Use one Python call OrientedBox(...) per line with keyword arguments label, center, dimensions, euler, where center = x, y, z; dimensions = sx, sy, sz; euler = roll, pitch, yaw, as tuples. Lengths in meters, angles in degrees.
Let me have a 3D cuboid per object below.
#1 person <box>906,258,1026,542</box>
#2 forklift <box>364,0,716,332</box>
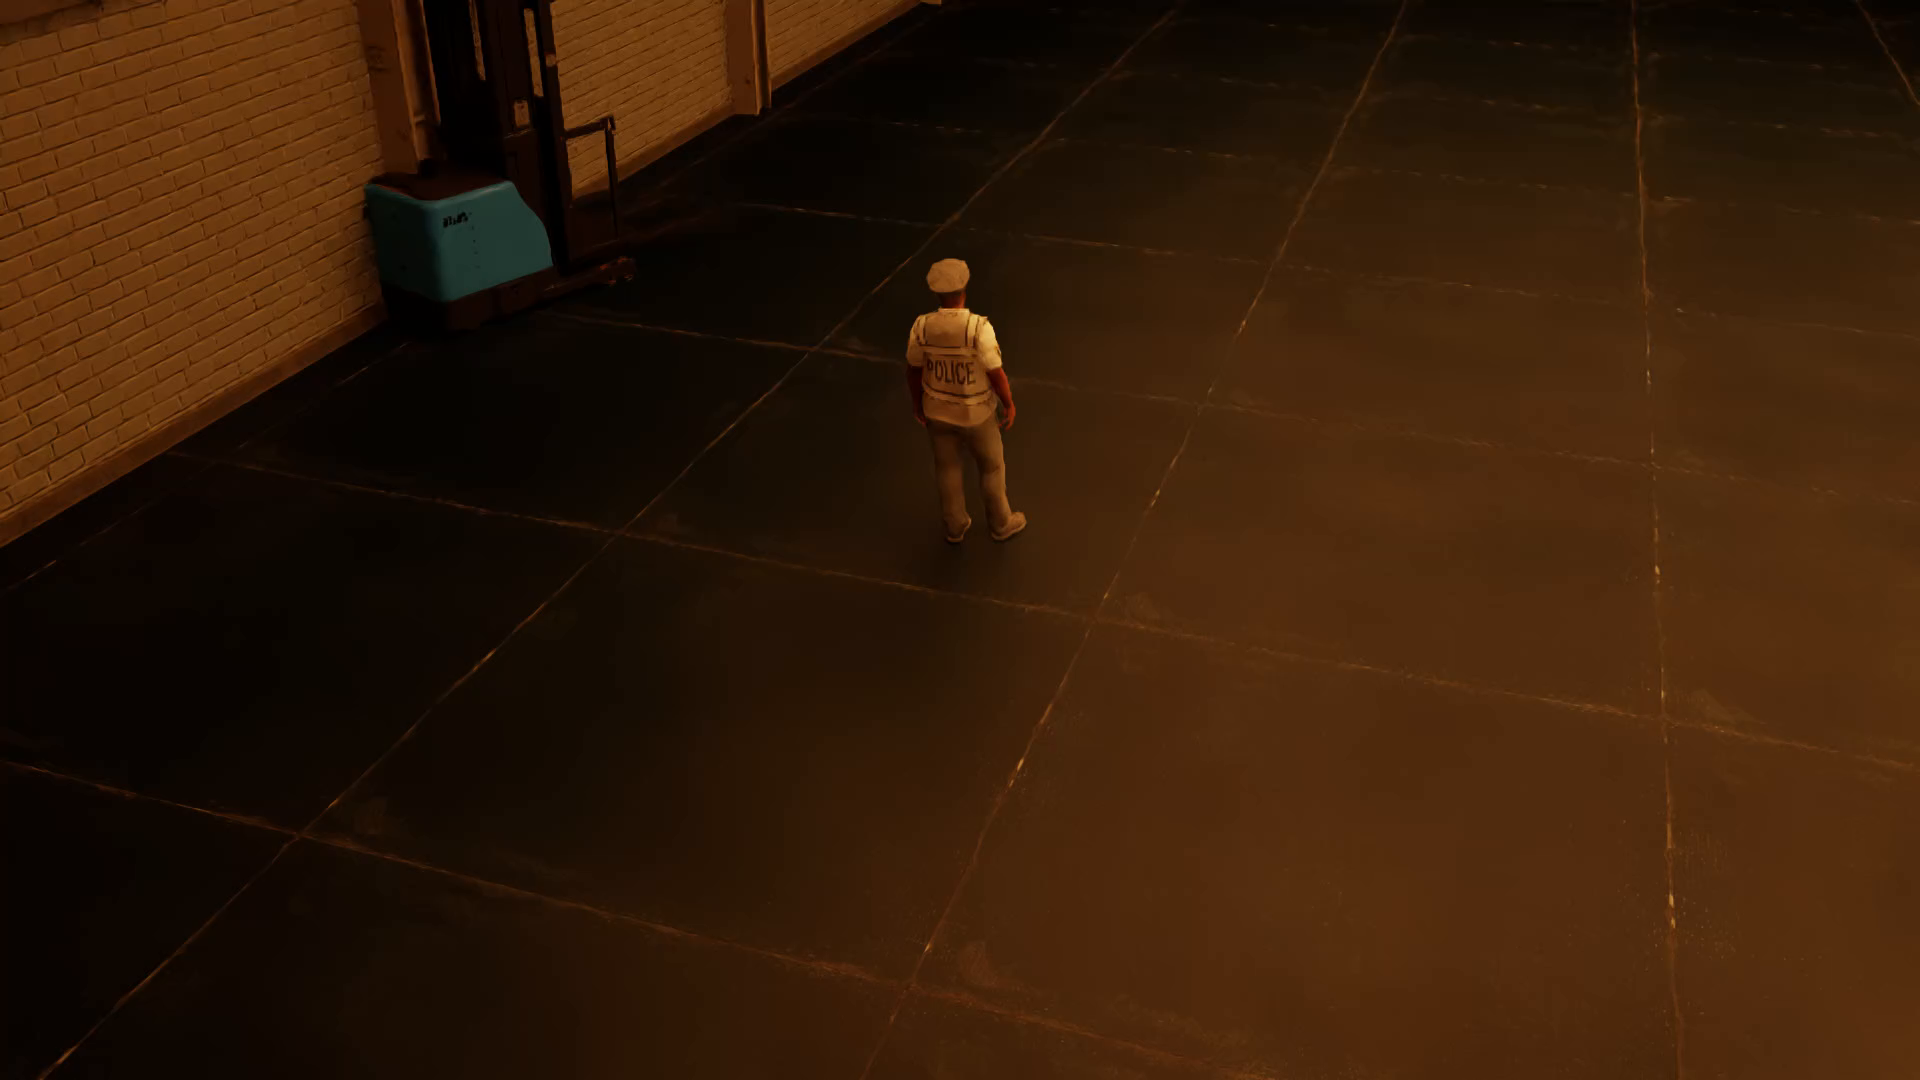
OrientedBox(label="person", center=(0.036, -0.816, 9.711), dimensions=(0.640, 1.781, 0.574), euler=(10, 31, 16))
OrientedBox(label="forklift", center=(-3.374, -3.533, 13.334), dimensions=(1.130, 2.935, 3.031), euler=(22, 36, 33))
